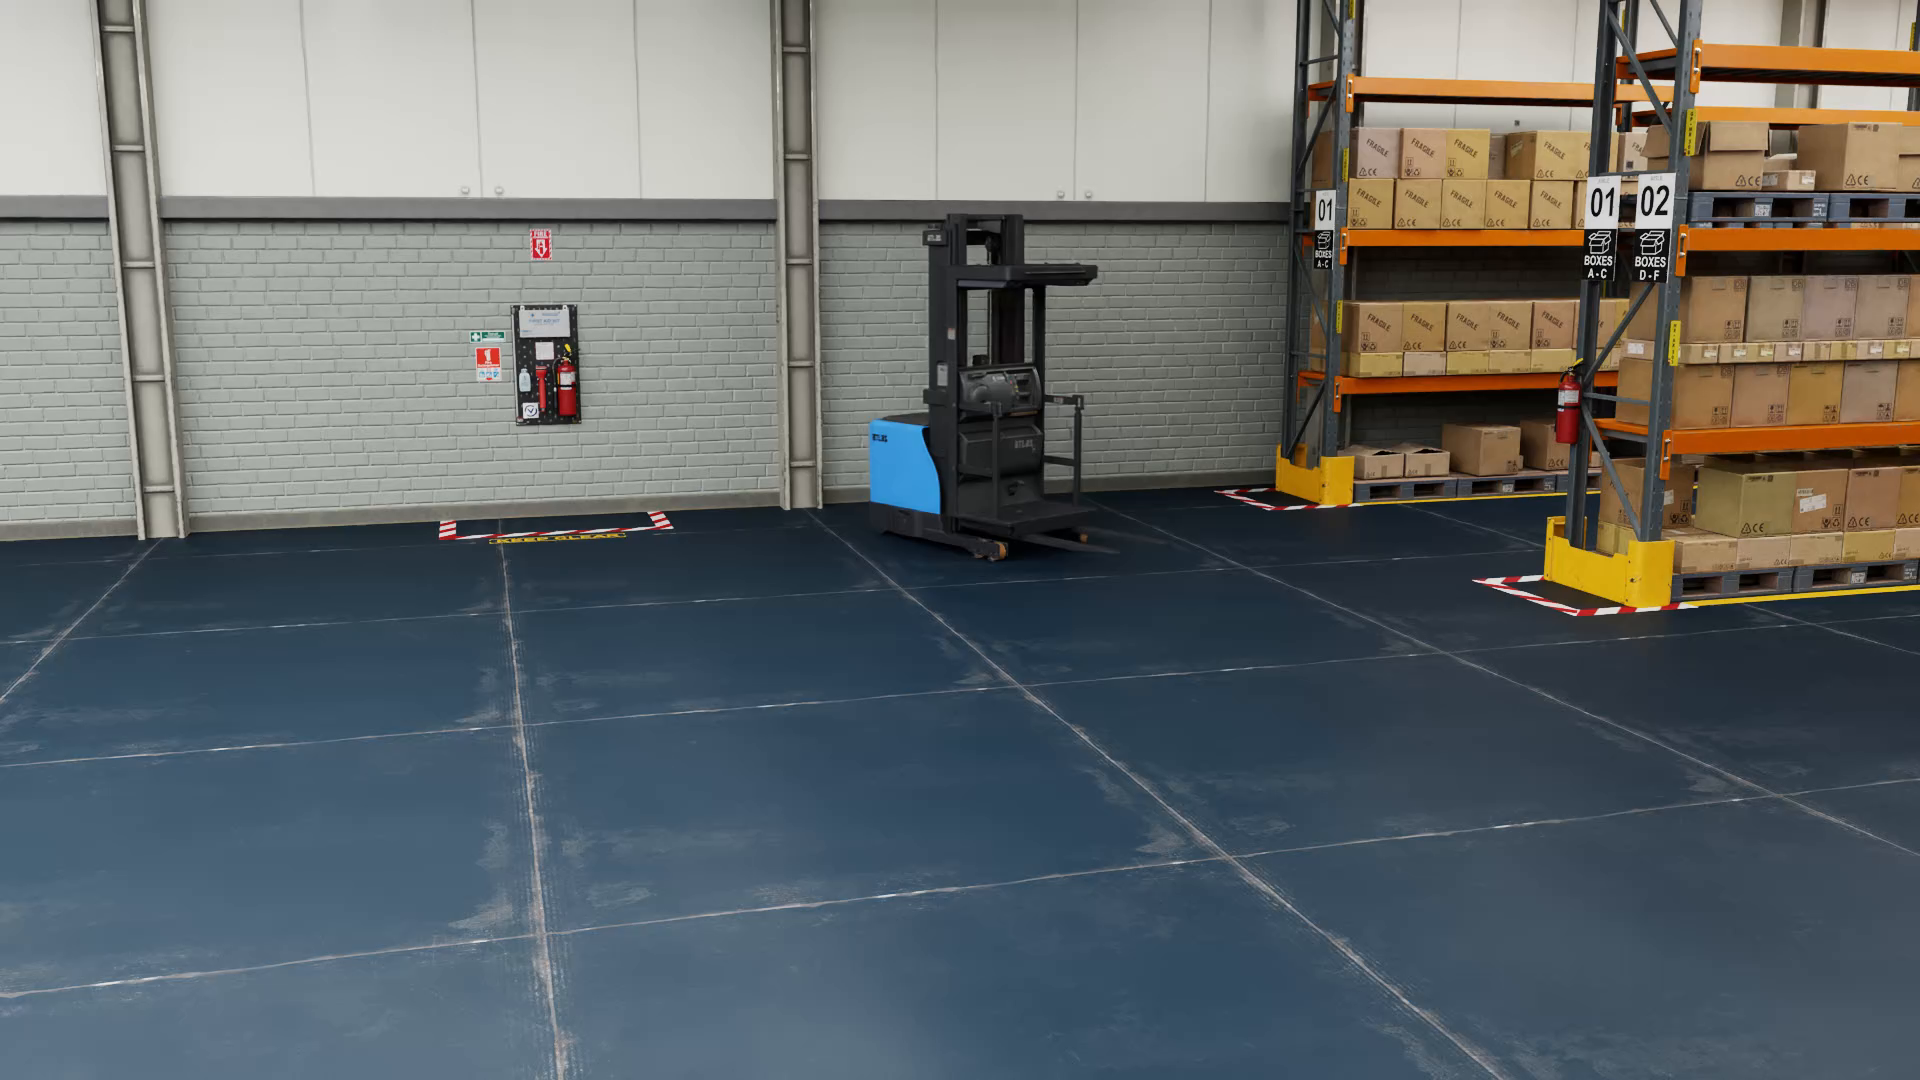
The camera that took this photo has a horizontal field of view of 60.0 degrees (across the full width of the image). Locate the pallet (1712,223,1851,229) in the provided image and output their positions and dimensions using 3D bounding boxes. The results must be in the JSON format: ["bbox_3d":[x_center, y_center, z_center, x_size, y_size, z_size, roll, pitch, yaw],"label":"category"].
[{"bbox_3d":[9.156,-3.586,18.679,1.003,0.211,1.213,-3,11,-16],"label":"pallet"}]

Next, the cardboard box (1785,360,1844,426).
[{"bbox_3d":[6.519,-1.196,13.187,0.500,0.500,0.700,-3,11,-16],"label":"cardboard box"}]

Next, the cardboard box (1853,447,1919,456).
[{"bbox_3d":[7.916,-0.504,14.066,0.500,0.500,0.500,-3,11,-16],"label":"cardboard box"}]

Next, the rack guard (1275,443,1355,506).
[{"bbox_3d":[3.771,-0.710,17.724,0.348,0.500,1.175,-3,11,-16],"label":"rack guard"}]

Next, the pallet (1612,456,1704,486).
[{"bbox_3d":[8.286,-0.806,19.044,1.213,0.211,1.003,-3,11,-16],"label":"pallet"}]

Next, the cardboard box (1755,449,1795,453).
[{"bbox_3d":[9.224,-1.218,19.272,0.500,0.500,0.700,-3,11,-15],"label":"cardboard box"}]

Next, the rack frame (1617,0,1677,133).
[{"bbox_3d":[7.539,-5.088,18.033,0.127,3.000,1.000,-3,11,-16],"label":"rack frame"}]

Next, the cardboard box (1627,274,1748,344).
[{"bbox_3d":[5.589,-1.786,12.805,0.500,0.500,0.700,-3,11,-16],"label":"cardboard box"}]

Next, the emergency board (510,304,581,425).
[{"bbox_3d":[-4.016,-1.699,16.194,0.643,1.169,0.194,-3,11,-16],"label":"emergency board"}]

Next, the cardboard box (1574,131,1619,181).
[{"bbox_3d":[6.607,-4.061,17.648,0.500,0.500,0.500,-2,11,-13],"label":"cardboard box"}]

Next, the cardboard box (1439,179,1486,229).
[{"bbox_3d":[5.112,-3.491,17.311,0.500,0.500,0.500,-2,11,-13],"label":"cardboard box"}]

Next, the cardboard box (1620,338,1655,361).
[{"bbox_3d":[5.400,-1.495,13.017,0.250,0.149,0.380,-3,11,-17],"label":"cardboard box"}]

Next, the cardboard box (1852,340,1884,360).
[{"bbox_3d":[6.999,-1.502,13.059,0.250,0.149,0.380,-3,11,-15],"label":"cardboard box"}]

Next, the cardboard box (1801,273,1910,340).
[{"bbox_3d":[7.057,-1.864,13.231,0.500,0.500,0.700,-3,11,-16],"label":"cardboard box"}]

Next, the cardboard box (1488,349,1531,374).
[{"bbox_3d":[5.727,-1.919,17.750,0.500,0.250,0.500,-3,11,-15],"label":"cardboard box"}]

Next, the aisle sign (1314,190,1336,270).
[{"bbox_3d":[3.713,-3.158,16.938,0.004,0.787,0.394,-3,11,-16],"label":"aisle sign"}]

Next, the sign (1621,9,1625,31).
[{"bbox_3d":[7.378,-5.721,18.457,0.005,0.325,0.100,-3,11,-16],"label":"sign"}]

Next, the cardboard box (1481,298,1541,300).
[{"bbox_3d":[6.051,-2.405,18.318,0.500,0.500,0.500,-3,11,-14],"label":"cardboard box"}]

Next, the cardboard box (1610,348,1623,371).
[{"bbox_3d":[7.169,-1.997,18.172,0.500,0.250,0.500,-3,11,-16],"label":"cardboard box"}]

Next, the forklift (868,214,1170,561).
[{"bbox_3d":[0.500,-1.362,14.551,1.130,2.935,3.031,-9,14,-41],"label":"forklift"}]

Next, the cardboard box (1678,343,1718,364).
[{"bbox_3d":[5.523,-1.425,12.637,0.250,0.149,0.380,-3,11,-16],"label":"cardboard box"}]

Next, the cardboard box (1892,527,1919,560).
[{"bbox_3d":[7.584,-0.018,13.497,0.500,0.250,0.500,-3,11,-16],"label":"cardboard box"}]

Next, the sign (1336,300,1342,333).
[{"bbox_3d":[3.850,-2.267,16.886,0.005,0.325,0.100,-3,11,-16],"label":"sign"}]

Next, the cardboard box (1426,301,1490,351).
[{"bbox_3d":[5.216,-2.260,17.531,0.500,0.500,0.500,-3,11,-18],"label":"cardboard box"}]

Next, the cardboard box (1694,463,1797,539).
[{"bbox_3d":[6.143,-0.311,13.020,0.500,0.500,0.500,-3,11,-16],"label":"cardboard box"}]

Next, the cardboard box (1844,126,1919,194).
[{"bbox_3d":[7.310,-3.017,13.235,0.637,0.503,0.797,-2,11,-10],"label":"cardboard box"}]

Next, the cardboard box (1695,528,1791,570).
[{"bbox_3d":[6.142,0.057,13.089,0.500,0.250,0.500,-3,11,-16],"label":"cardboard box"}]

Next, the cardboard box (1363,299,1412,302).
[{"bbox_3d":[4.577,-2.325,17.880,0.500,0.500,0.500,-3,11,-15],"label":"cardboard box"}]

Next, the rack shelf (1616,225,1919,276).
[{"bbox_3d":[7.006,-2.297,13.144,4.000,0.370,1.077,-3,11,-16],"label":"rack shelf"}]

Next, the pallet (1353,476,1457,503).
[{"bbox_3d":[4.561,-0.603,17.940,1.213,0.211,1.003,-3,11,-16],"label":"pallet"}]

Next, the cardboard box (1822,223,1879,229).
[{"bbox_3d":[10.109,-3.826,19.124,0.637,0.503,0.797,-1,11,-8],"label":"cardboard box"}]

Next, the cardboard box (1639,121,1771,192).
[{"bbox_3d":[5.639,-2.904,12.623,0.637,0.503,0.797,-2,11,-12],"label":"cardboard box"}]

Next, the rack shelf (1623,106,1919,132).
[{"bbox_3d":[9.459,-4.639,18.684,4.000,0.370,1.077,-3,11,-16],"label":"rack shelf"}]

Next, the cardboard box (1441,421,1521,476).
[{"bbox_3d":[5.653,-0.999,18.080,0.500,0.500,0.700,-4,11,-20],"label":"cardboard box"}]

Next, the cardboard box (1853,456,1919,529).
[{"bbox_3d":[7.580,-0.389,13.442,0.500,0.500,0.500,-3,11,-16],"label":"cardboard box"}]

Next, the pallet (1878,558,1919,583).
[{"bbox_3d":[8.151,0.128,13.973,1.213,0.211,1.003,-3,11,-16],"label":"pallet"}]

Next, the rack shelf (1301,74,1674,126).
[{"bbox_3d":[5.618,-4.631,17.549,4.000,0.370,1.077,-3,11,-16],"label":"rack shelf"}]

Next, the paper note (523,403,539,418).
[{"bbox_3d":[-4.205,-1.269,16.290,0.142,0.148,0.016,-3,11,-16],"label":"paper note"}]

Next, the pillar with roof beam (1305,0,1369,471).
[{"bbox_3d":[5.332,-4.323,13.878,0.400,9.000,9.100,-3,11,-16],"label":"pillar with roof beam"}]

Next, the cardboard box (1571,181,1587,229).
[{"bbox_3d":[6.634,-3.580,17.795,0.500,0.500,0.500,-4,11,-21],"label":"cardboard box"}]

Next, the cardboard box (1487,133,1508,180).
[{"bbox_3d":[5.524,-4.103,17.875,0.500,0.500,0.500,-3,11,-16],"label":"cardboard box"}]

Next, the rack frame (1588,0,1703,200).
[{"bbox_3d":[5.086,-4.025,12.257,0.127,3.000,1.000,-3,11,-16],"label":"rack frame"}]

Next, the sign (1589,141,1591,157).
[{"bbox_3d":[4.948,-3.041,12.972,0.005,0.325,0.100,-3,11,-16],"label":"sign"}]

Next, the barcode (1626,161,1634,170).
[{"bbox_3d":[5.241,-2.934,13.015,0.075,0.075,0.001,-3,11,-16],"label":"barcode"}]

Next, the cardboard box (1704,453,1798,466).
[{"bbox_3d":[6.474,-0.429,13.660,0.500,0.500,0.500,-3,11,-16],"label":"cardboard box"}]

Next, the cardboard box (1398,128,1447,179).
[{"bbox_3d":[4.632,-3.955,17.071,0.500,0.500,0.500,-3,11,-17],"label":"cardboard box"}]

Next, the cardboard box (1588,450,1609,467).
[{"bbox_3d":[7.033,-0.928,18.618,0.250,0.166,0.380,-5,11,-23],"label":"cardboard box"}]

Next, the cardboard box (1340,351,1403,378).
[{"bbox_3d":[4.255,-1.841,17.323,0.500,0.250,0.500,-3,11,-18],"label":"cardboard box"}]

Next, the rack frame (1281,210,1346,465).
[{"bbox_3d":[3.698,-1.935,17.477,0.127,3.000,1.000,-3,11,-16],"label":"rack frame"}]

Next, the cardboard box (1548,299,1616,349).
[{"bbox_3d":[6.693,-2.339,17.956,0.500,0.500,0.500,-3,11,-16],"label":"cardboard box"}]

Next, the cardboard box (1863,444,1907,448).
[{"bbox_3d":[10.702,-1.282,19.615,0.500,0.500,0.700,-3,11,-15],"label":"cardboard box"}]

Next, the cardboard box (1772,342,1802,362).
[{"bbox_3d":[6.259,-1.463,12.847,0.250,0.149,0.380,-3,11,-17],"label":"cardboard box"}]

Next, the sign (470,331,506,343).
[{"bbox_3d":[-4.569,-1.966,16.081,0.331,0.109,0.001,-3,11,-16],"label":"sign"}]
